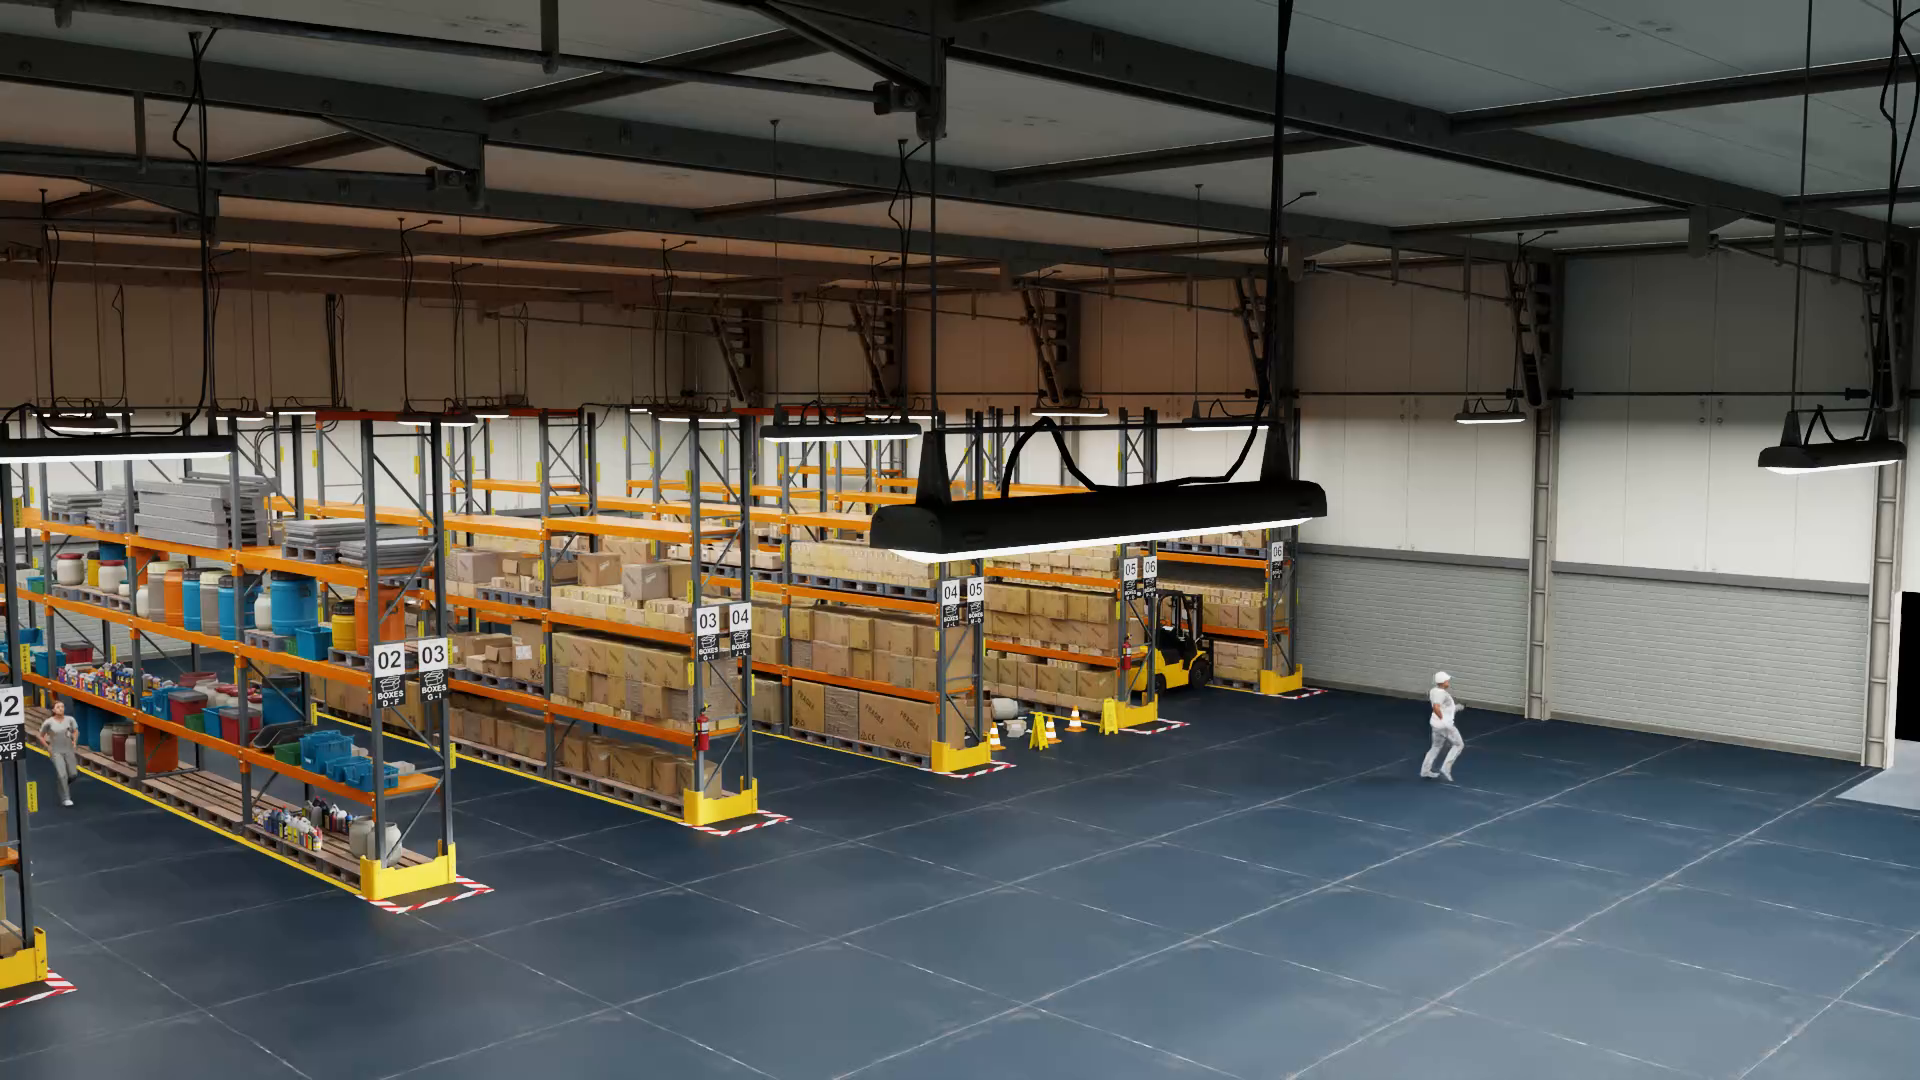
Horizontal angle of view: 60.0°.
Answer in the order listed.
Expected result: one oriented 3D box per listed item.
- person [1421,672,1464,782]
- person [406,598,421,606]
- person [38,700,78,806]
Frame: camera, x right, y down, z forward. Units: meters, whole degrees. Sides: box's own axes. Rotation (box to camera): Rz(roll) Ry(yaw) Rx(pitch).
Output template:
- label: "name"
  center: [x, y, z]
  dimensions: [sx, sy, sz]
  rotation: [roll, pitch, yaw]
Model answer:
- label: "person"
  center: [7.894, 3.045, 27.106]
  dimensions: [0.721, 1.803, 0.655]
  rotation: [-1, 5, -9]
- label: "person"
  center: [-12.695, 2.051, 38.772]
  dimensions: [0.763, 1.719, 0.611]
  rotation: [0, 5, -3]
- label: "person"
  center: [-13.833, 3.255, 25.551]
  dimensions: [0.555, 1.627, 0.621]
  rotation: [-5, 7, -44]
